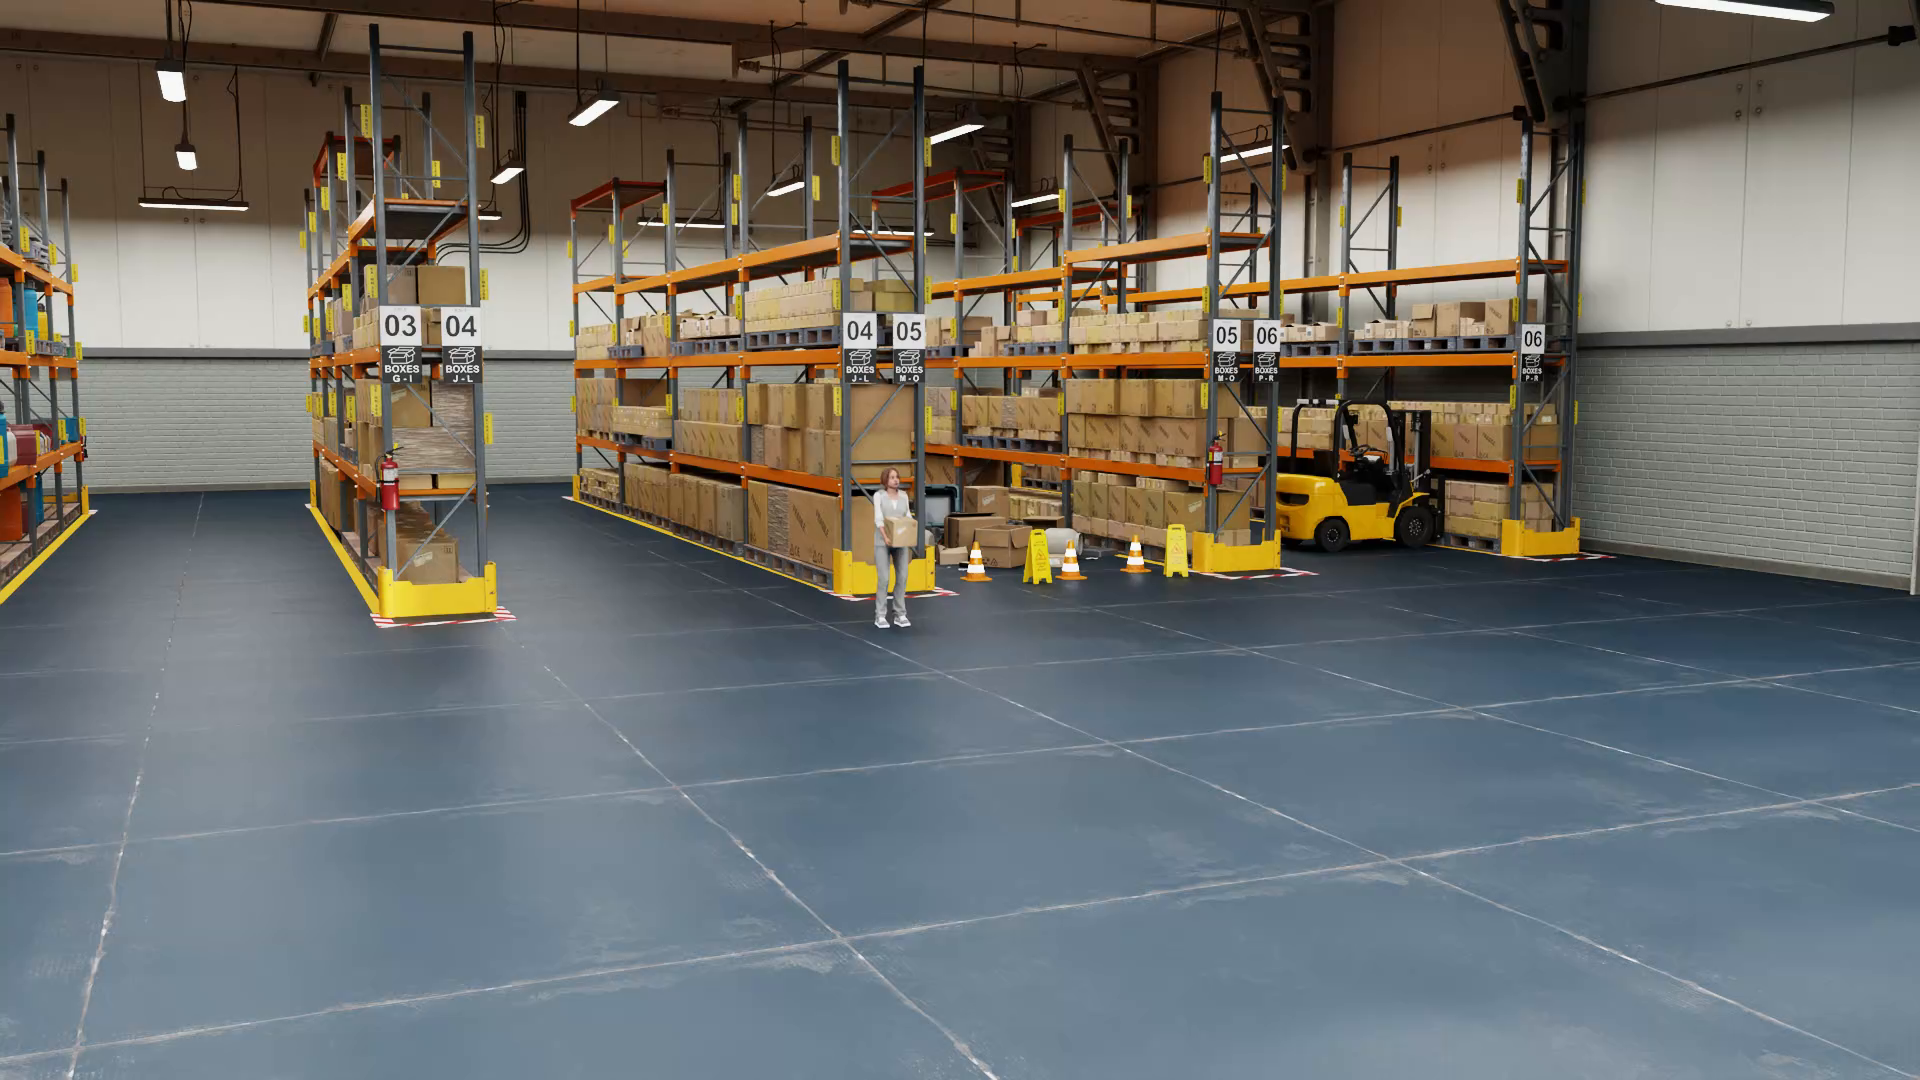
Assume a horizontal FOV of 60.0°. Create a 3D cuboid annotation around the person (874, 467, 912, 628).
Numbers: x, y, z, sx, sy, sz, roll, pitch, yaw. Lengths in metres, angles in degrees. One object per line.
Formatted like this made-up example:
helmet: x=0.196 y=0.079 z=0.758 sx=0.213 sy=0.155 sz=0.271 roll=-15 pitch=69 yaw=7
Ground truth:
person: x=-0.645 y=0.076 z=16.460 sx=0.406 sy=1.588 sz=0.497 roll=-2 pitch=6 yaw=-23
